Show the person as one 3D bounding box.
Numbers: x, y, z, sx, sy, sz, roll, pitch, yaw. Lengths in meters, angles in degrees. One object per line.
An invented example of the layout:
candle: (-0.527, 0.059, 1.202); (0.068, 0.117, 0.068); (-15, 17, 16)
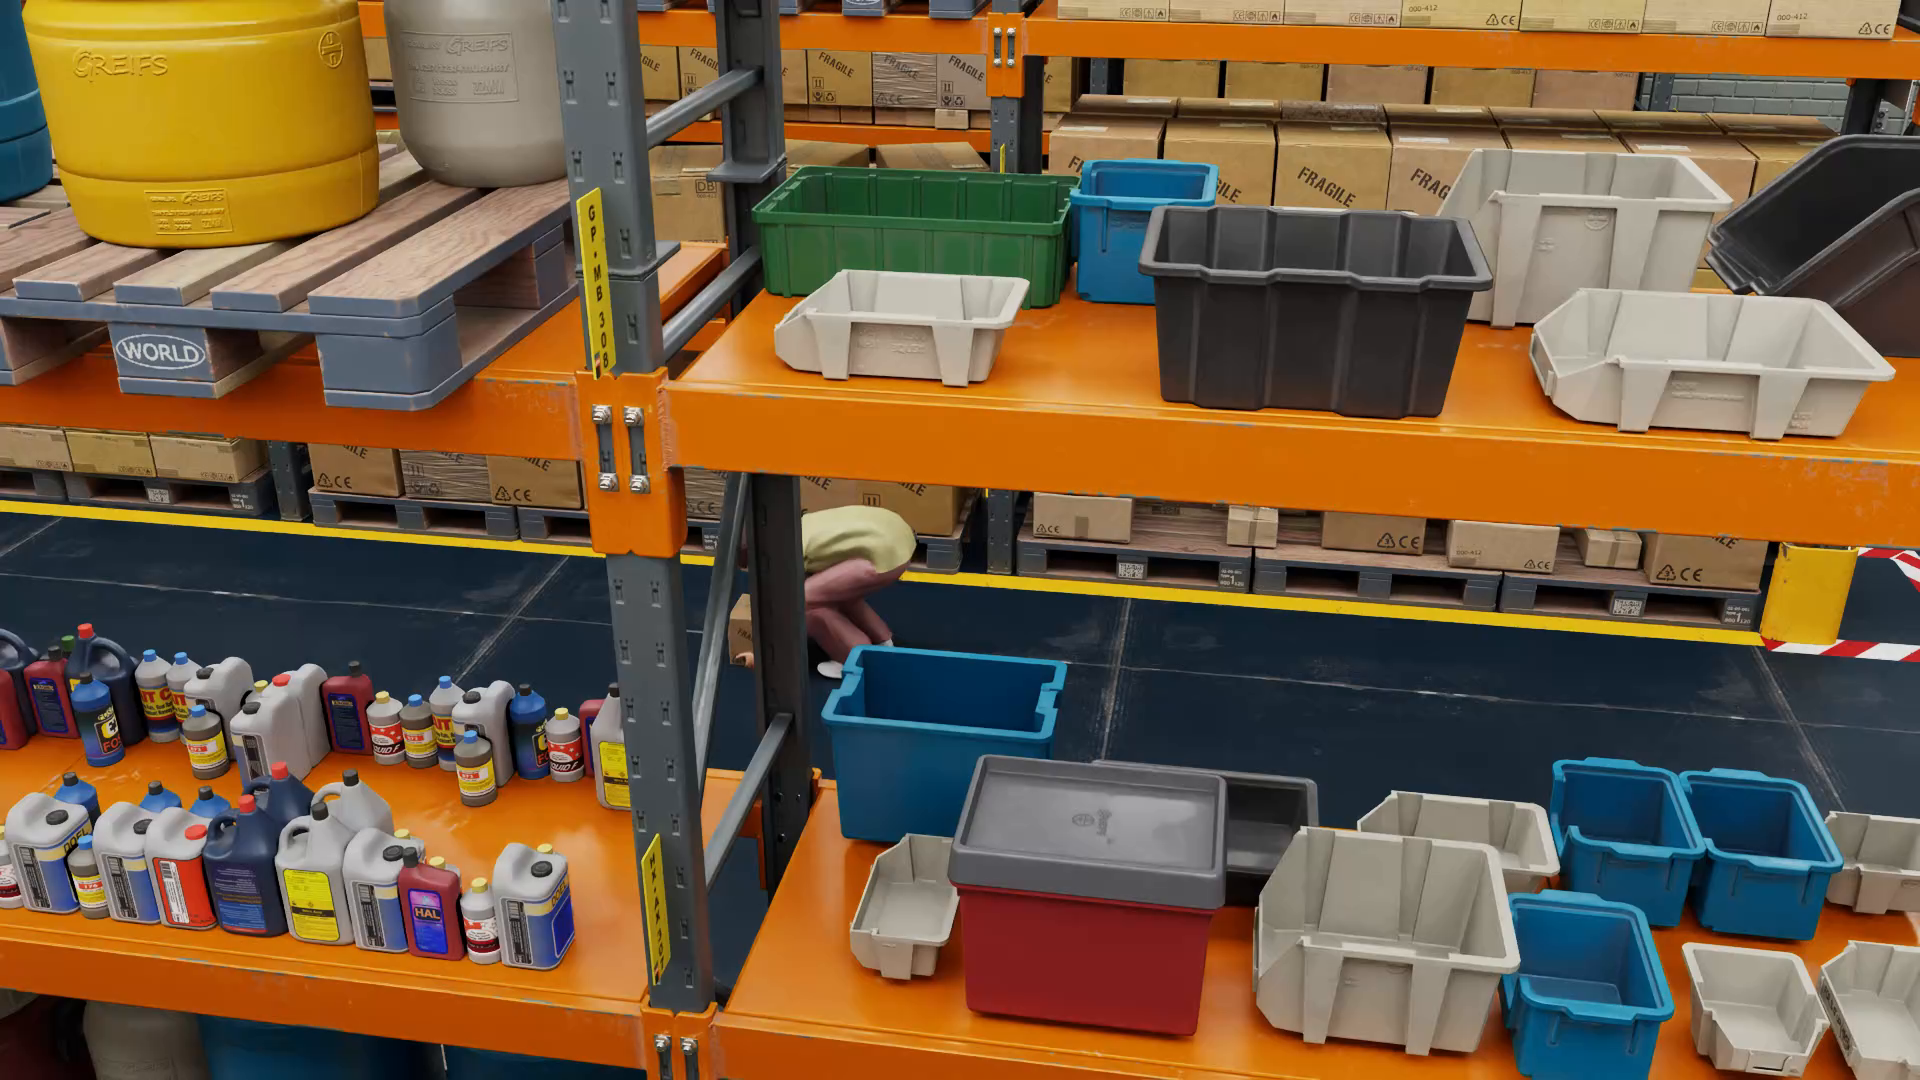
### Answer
person: (-0.634, 0.226, 7.715); (0.864, 0.795, 0.448); (4, 25, 8)
